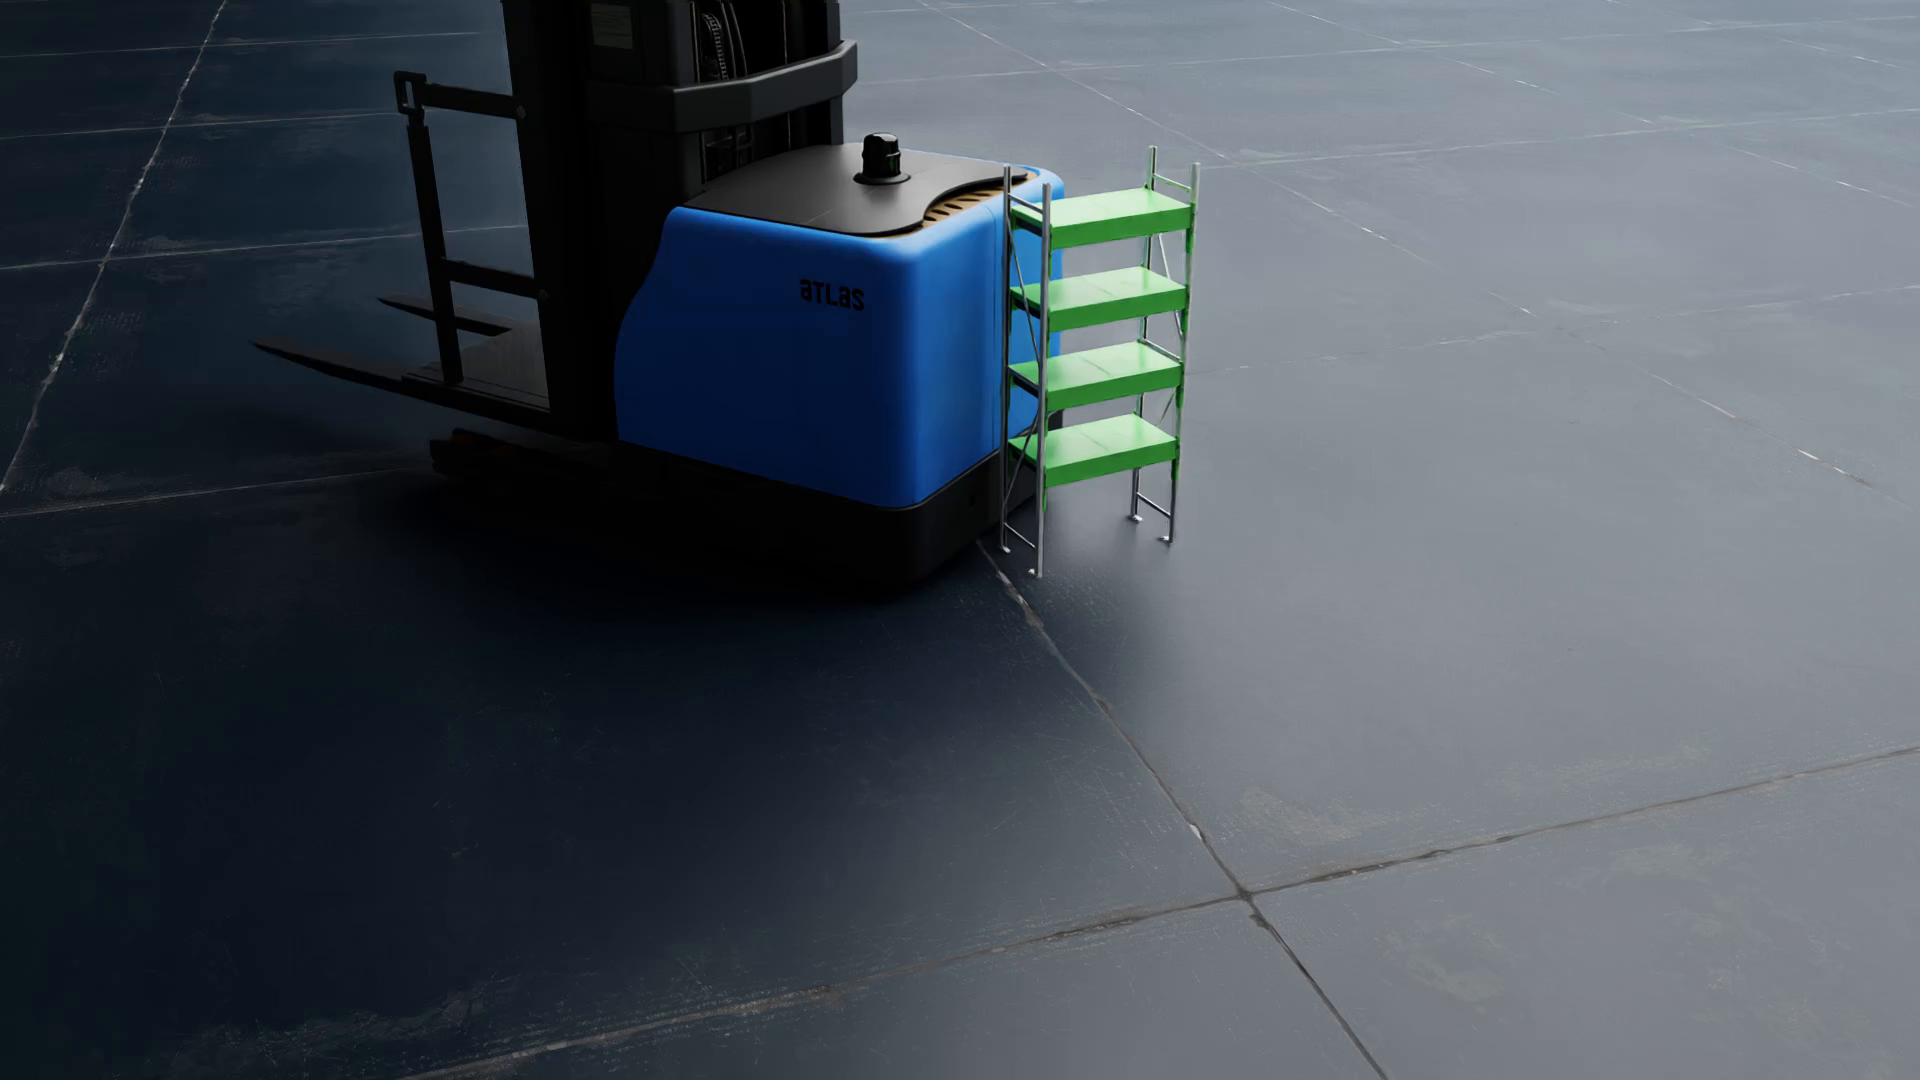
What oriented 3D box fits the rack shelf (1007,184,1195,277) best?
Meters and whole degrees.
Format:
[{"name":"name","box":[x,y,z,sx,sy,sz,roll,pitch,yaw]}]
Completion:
[{"name":"rack shelf","box":[0.400,-0.892,4.761,0.480,0.148,0.258,-13,29,-25]}]

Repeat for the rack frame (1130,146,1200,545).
[{"name":"rack frame","box":[0.616,-0.570,5.049,0.015,1.200,0.240,-13,29,-25]}]

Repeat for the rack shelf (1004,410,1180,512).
[{"name":"rack shelf","box":[0.400,-0.247,5.082,0.480,0.148,0.258,-13,29,-25]}]

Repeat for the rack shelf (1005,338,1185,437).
[{"name":"rack shelf","box":[0.400,-0.462,4.975,0.480,0.148,0.258,-13,29,-25]}]

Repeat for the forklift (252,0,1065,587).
[{"name":"forklift","box":[-1.192,-1.644,5.265,3.031,2.935,1.130,15,30,27]}]

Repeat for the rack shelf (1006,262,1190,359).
[{"name":"rack shelf","box":[0.400,-0.677,4.868,0.480,0.148,0.258,-13,29,-25]}]

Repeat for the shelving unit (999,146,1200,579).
[{"name":"shelving unit","box":[0.400,-0.519,4.946,0.503,1.200,0.258,-13,29,-25]}]

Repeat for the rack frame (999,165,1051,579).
[{"name":"rack frame","box":[0.185,-0.468,4.844,0.015,1.200,0.240,-13,29,-25]}]
